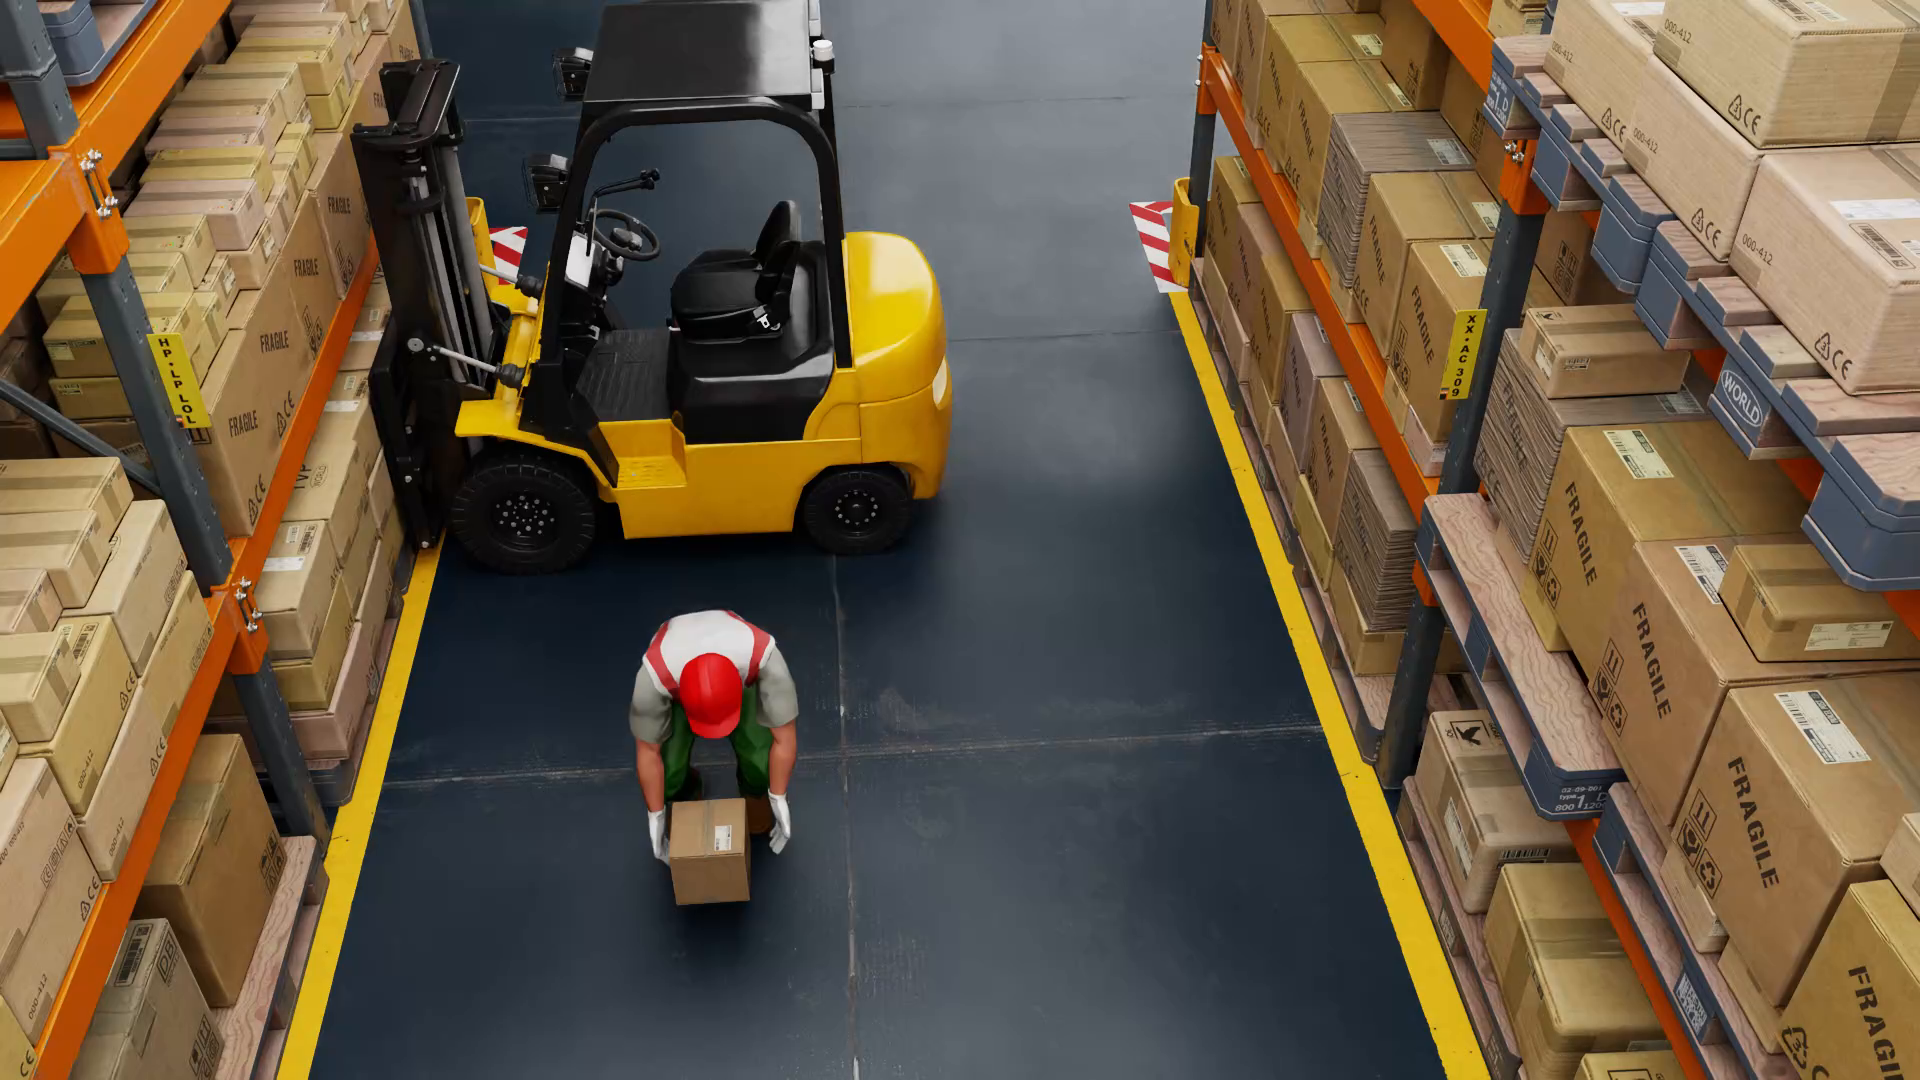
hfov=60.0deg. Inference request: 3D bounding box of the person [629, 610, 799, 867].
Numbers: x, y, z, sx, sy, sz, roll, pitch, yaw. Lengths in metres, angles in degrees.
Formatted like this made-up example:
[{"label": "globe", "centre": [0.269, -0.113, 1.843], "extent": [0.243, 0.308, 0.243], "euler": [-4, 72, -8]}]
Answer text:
[{"label": "person", "centre": [-0.853, 0.640, 5.862], "extent": [0.583, 1.136, 0.854], "euler": [-3, 39, -4]}]
